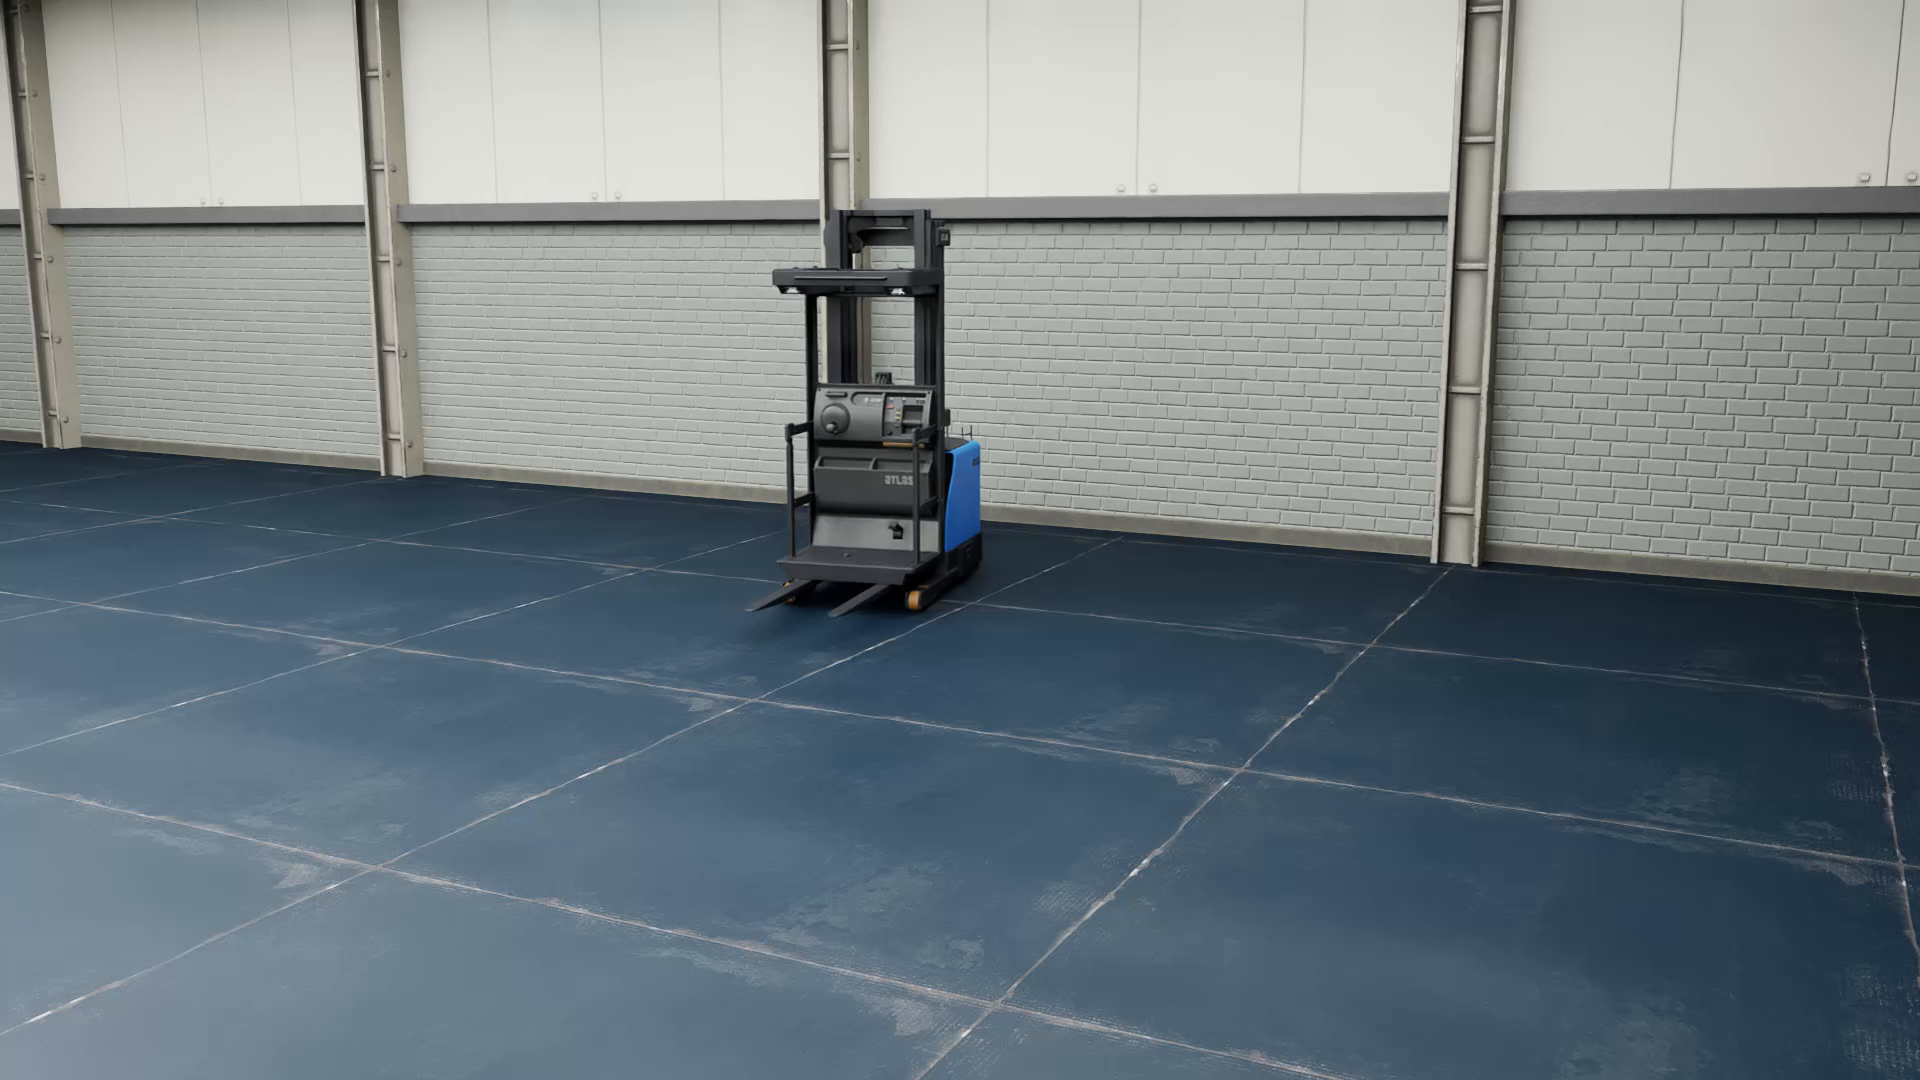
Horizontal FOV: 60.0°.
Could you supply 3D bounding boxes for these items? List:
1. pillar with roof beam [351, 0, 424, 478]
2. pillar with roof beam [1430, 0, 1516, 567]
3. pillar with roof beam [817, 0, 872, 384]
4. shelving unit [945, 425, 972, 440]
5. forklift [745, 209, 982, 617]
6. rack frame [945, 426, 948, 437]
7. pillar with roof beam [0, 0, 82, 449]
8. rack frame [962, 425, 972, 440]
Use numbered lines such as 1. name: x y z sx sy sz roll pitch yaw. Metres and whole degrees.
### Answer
1. pillar with roof beam: -8.414 -4.502 14.837 0.400 9.000 9.100 5 11 26
2. pillar with roof beam: 2.347 -3.556 9.612 0.400 9.000 9.100 5 11 26
3. pillar with roof beam: -3.033 -4.029 12.225 0.400 9.000 9.100 5 11 26
4. shelving unit: -0.048 -0.521 15.160 0.252 1.050 0.215 5 11 26
5. forklift: -0.720 -0.987 12.454 1.130 2.935 3.031 3 11 16
6. rack frame: -0.157 -0.530 15.213 0.008 1.050 0.200 5 11 26
7. pillar with roof beam: -13.795 -4.975 17.449 0.400 9.000 9.100 5 11 26
8. rack frame: 0.061 -0.511 15.107 0.008 1.050 0.200 5 11 26
